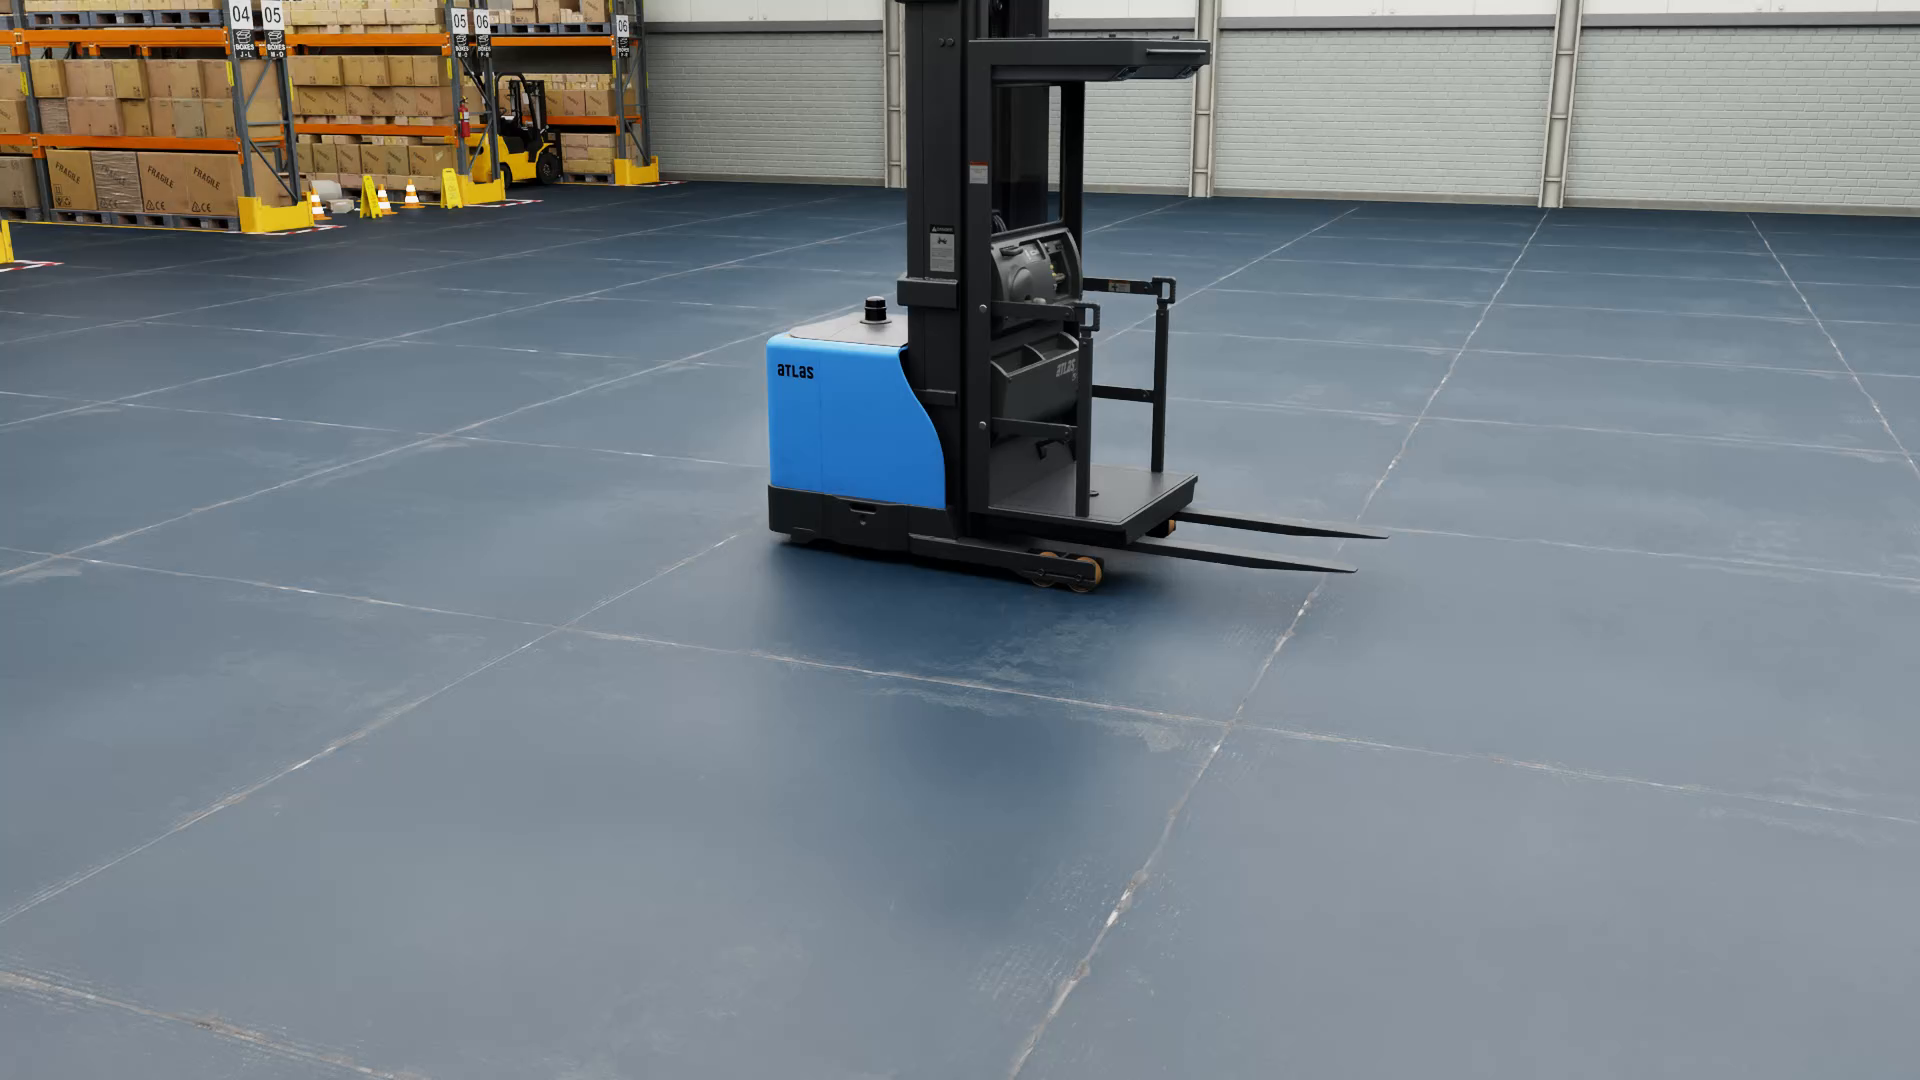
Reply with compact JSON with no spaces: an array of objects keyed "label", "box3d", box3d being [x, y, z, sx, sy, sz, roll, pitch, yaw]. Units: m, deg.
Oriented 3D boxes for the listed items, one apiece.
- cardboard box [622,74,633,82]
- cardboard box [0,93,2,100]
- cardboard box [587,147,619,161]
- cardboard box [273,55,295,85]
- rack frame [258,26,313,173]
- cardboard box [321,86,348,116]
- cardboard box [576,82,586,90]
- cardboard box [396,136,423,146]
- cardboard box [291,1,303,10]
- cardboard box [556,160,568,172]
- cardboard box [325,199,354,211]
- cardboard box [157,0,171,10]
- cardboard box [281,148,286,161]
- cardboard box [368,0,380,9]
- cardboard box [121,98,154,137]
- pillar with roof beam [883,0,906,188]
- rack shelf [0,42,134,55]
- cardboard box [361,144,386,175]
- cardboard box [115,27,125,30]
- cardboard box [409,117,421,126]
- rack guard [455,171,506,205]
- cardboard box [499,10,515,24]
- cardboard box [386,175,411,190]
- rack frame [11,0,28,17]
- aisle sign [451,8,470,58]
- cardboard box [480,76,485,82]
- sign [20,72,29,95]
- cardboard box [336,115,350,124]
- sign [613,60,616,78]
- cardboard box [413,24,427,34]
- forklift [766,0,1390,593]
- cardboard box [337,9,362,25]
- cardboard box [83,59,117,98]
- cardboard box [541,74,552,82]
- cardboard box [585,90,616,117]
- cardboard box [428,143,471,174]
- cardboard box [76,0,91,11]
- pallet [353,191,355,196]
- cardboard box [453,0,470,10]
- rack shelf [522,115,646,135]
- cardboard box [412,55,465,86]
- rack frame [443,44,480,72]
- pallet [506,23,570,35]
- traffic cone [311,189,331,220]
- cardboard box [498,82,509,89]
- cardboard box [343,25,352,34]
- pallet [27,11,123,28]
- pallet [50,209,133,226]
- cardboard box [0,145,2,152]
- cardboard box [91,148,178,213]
[{"label":"cardboard box","box3d":[-6.714,-9.181,33.044,0.250,0.149,0.380,6,17,20]},{"label":"cardboard box","box3d":[-14.684,-7.046,25.592,0.500,0.500,0.700,6,17,20]},{"label":"cardboard box","box3d":[-7.047,-7.679,33.028,0.500,0.250,0.500,6,17,20]},{"label":"cardboard box","box3d":[-11.689,-8.281,29.310,0.500,0.500,0.700,6,17,20]},{"label":"rack frame","box3d":[-12.018,-7.711,29.854,0.127,3.000,1.000,6,17,21]},{"label":"cardboard box","box3d":[-10.773,-7.684,29.050,0.500,0.500,0.500,6,17,20]},{"label":"cardboard box","box3d":[-7.372,-8.973,32.857,0.250,0.149,0.380,7,17,22]},{"label":"cardboard box","box3d":[-9.504,-6.889,28.693,0.250,0.149,0.380,7,18,22]},{"label":"cardboard box","box3d":[-11.350,-9.248,28.790,0.250,0.149,0.380,6,17,19]},{"label":"cardboard box","box3d":[-7.954,-7.544,33.456,0.500,0.250,0.500,6,17,21]},{"label":"cardboard box","box3d":[-10.257,-5.543,27.499,0.380,0.149,0.250,-12,20,-37]},{"label":"cardboard box","box3d":[-11.161,-7.601,23.614,0.250,0.149,0.380,6,17,21]},{"label":"cardboard box","box3d":[-14.394,-8.396,35.946,0.500,0.500,0.500,7,18,22]},{"label":"cardboard box","box3d":[-9.866,-9.120,28.348,0.250,0.149,0.380,6,17,19]},{"label":"cardboard box","box3d":[-11.884,-6.290,24.690,0.500,0.550,0.875,6,17,21]},{"label":"pillar with roof beam","box3d":[-2.795,-10.045,27.134,0.400,9.000,9.100,6,17,21]},{"label":"rack shelf","box3d":[-17.600,-9.420,31.650,4.000,0.370,1.077,6,17,21]},{"label":"cardboard box","box3d":[-10.092,-6.663,29.079,0.500,0.500,0.500,6,17,19]},{"label":"cardboard box","box3d":[-15.271,-9.394,30.511,0.258,0.266,0.396,6,17,21]},{"label":"cardboard box","box3d":[-9.231,-7.193,28.520,0.250,0.149,0.380,6,17,20]},{"label":"rack guard","box3d":[-8.368,-6.109,28.820,0.348,0.500,1.175,6,17,21]},{"label":"cardboard box","box3d":[-8.931,-10.394,33.024,0.258,0.266,0.396,6,17,19]},{"label":"cardboard box","box3d":[-9.627,-6.251,29.003,0.500,0.250,0.500,6,17,21]},{"label":"rack frame","box3d":[-13.741,-9.298,24.560,0.127,3.000,1.000,6,17,21]},{"label":"aisle sign","box3d":[-8.346,-8.469,27.801,0.004,0.787,0.394,6,17,21]},{"label":"cardboard box","box3d":[-9.496,-9.364,33.673,0.250,0.149,0.380,6,17,20]},{"label":"sign","box3d":[-13.931,-6.793,24.758,0.005,0.325,0.100,6,17,21]},{"label":"cardboard box","box3d":[-10.656,-7.341,29.032,0.250,0.149,0.380,6,17,21]},{"label":"sign","box3d":[-6.691,-9.120,32.206,0.005,0.325,0.100,6,17,21]},{"label":"cardboard box","box3d":[-8.975,-8.602,27.996,0.250,0.149,0.380,6,17,21]},{"label":"forklift","box3d":[0.559,-1.328,7.990,3.031,2.935,1.130,8,18,26]},{"label":"cardboard box","box3d":[-10.295,-8.950,28.478,0.500,0.250,0.500,6,17,21]},{"label":"cardboard box","box3d":[-12.404,-6.844,24.661,0.550,0.550,0.875,6,17,21]},{"label":"cardboard box","box3d":[-8.114,-9.178,33.033,0.250,0.149,0.380,7,17,22]},{"label":"cardboard box","box3d":[-7.034,-8.620,32.805,0.500,0.500,0.500,6,17,19]},{"label":"cardboard box","box3d":[-8.969,-6.699,29.204,0.500,0.500,0.500,6,17,19]},{"label":"cardboard box","box3d":[-12.579,-7.757,24.152,0.250,0.149,0.380,6,17,20]},{"label":"pallet","box3d":[-11.381,-6.312,30.038,1.213,0.211,1.003,6,17,21]},{"label":"cardboard box","box3d":[-8.553,-9.094,28.258,0.250,0.149,0.380,6,17,20]},{"label":"rack shelf","box3d":[-8.340,-8.448,33.685,4.000,0.370,1.077,6,17,21]},{"label":"cardboard box","box3d":[-8.853,-7.968,28.235,0.500,0.500,0.700,6,17,19]},{"label":"rack frame","box3d":[-10.200,-8.999,34.290,0.127,3.000,1.000,6,17,21]},{"label":"pallet","box3d":[-8.267,-10.191,33.175,1.213,0.211,1.003,6,17,21]},{"label":"traffic cone","box3d":[-9.992,-5.212,25.796,0.334,0.463,0.336,6,17,21]},{"label":"cardboard box","box3d":[-9.061,-9.140,33.434,0.250,0.149,0.380,6,17,20]},{"label":"cardboard box","box3d":[-10.382,-8.777,28.597,0.250,0.149,0.380,6,17,21]},{"label":"pallet","box3d":[-12.983,-7.728,24.693,1.213,0.211,1.003,6,17,21]},{"label":"pallet","box3d":[-13.062,-4.979,25.447,1.213,0.211,1.003,6,17,21]},{"label":"cardboard box","box3d":[-18.854,-7.668,32.764,0.875,0.875,0.875,7,18,22]},{"label":"cardboard box","box3d":[-12.341,-5.424,25.036,0.875,0.875,0.875,6,17,21]}]
